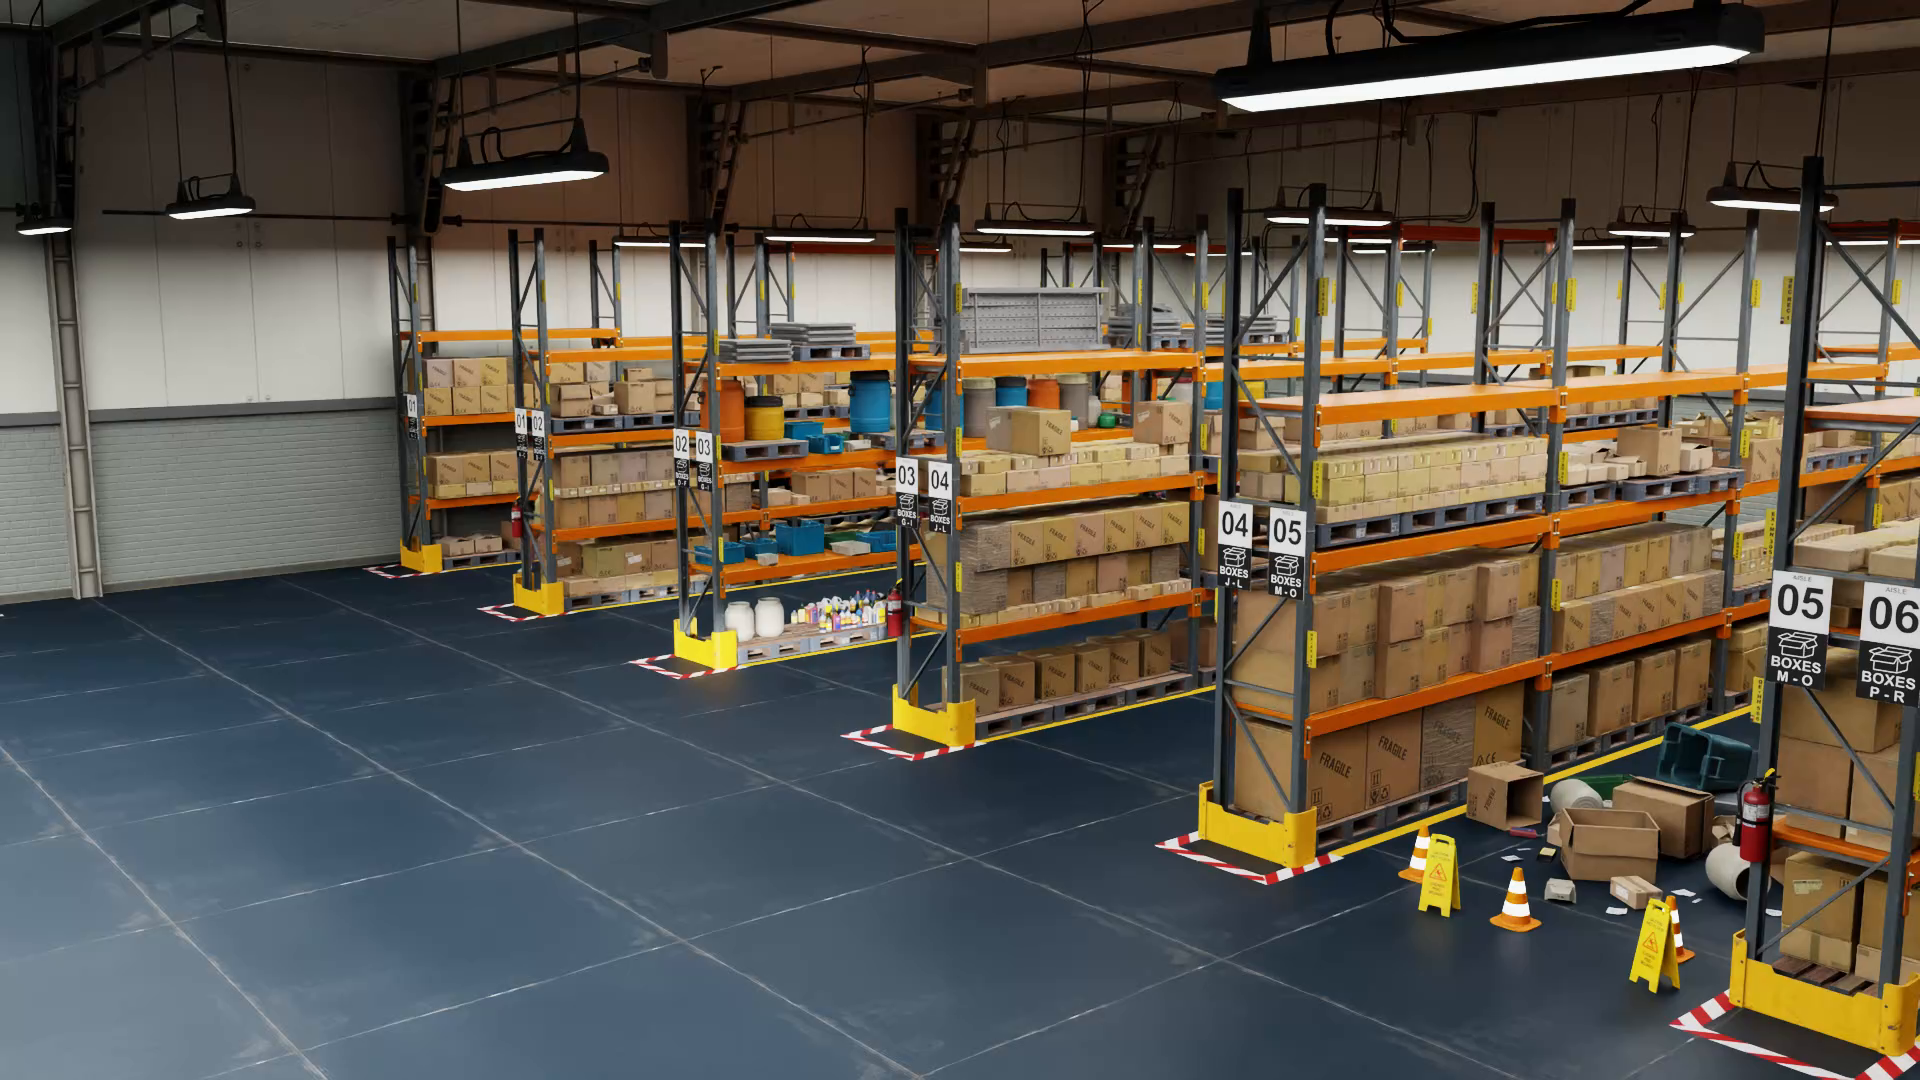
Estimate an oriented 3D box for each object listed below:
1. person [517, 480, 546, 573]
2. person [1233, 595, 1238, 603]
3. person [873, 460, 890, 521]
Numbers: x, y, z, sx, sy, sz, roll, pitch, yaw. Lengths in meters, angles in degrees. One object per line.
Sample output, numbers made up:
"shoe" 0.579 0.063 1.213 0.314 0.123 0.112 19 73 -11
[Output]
"person" -7.645 -0.247 30.019 0.472 1.668 0.745 8 12 41
"person" 4.754 0.187 27.107 1.034 1.615 0.512 -8 12 -41
"person" -1.689 -0.912 34.590 0.437 1.562 0.455 -1 9 -7
